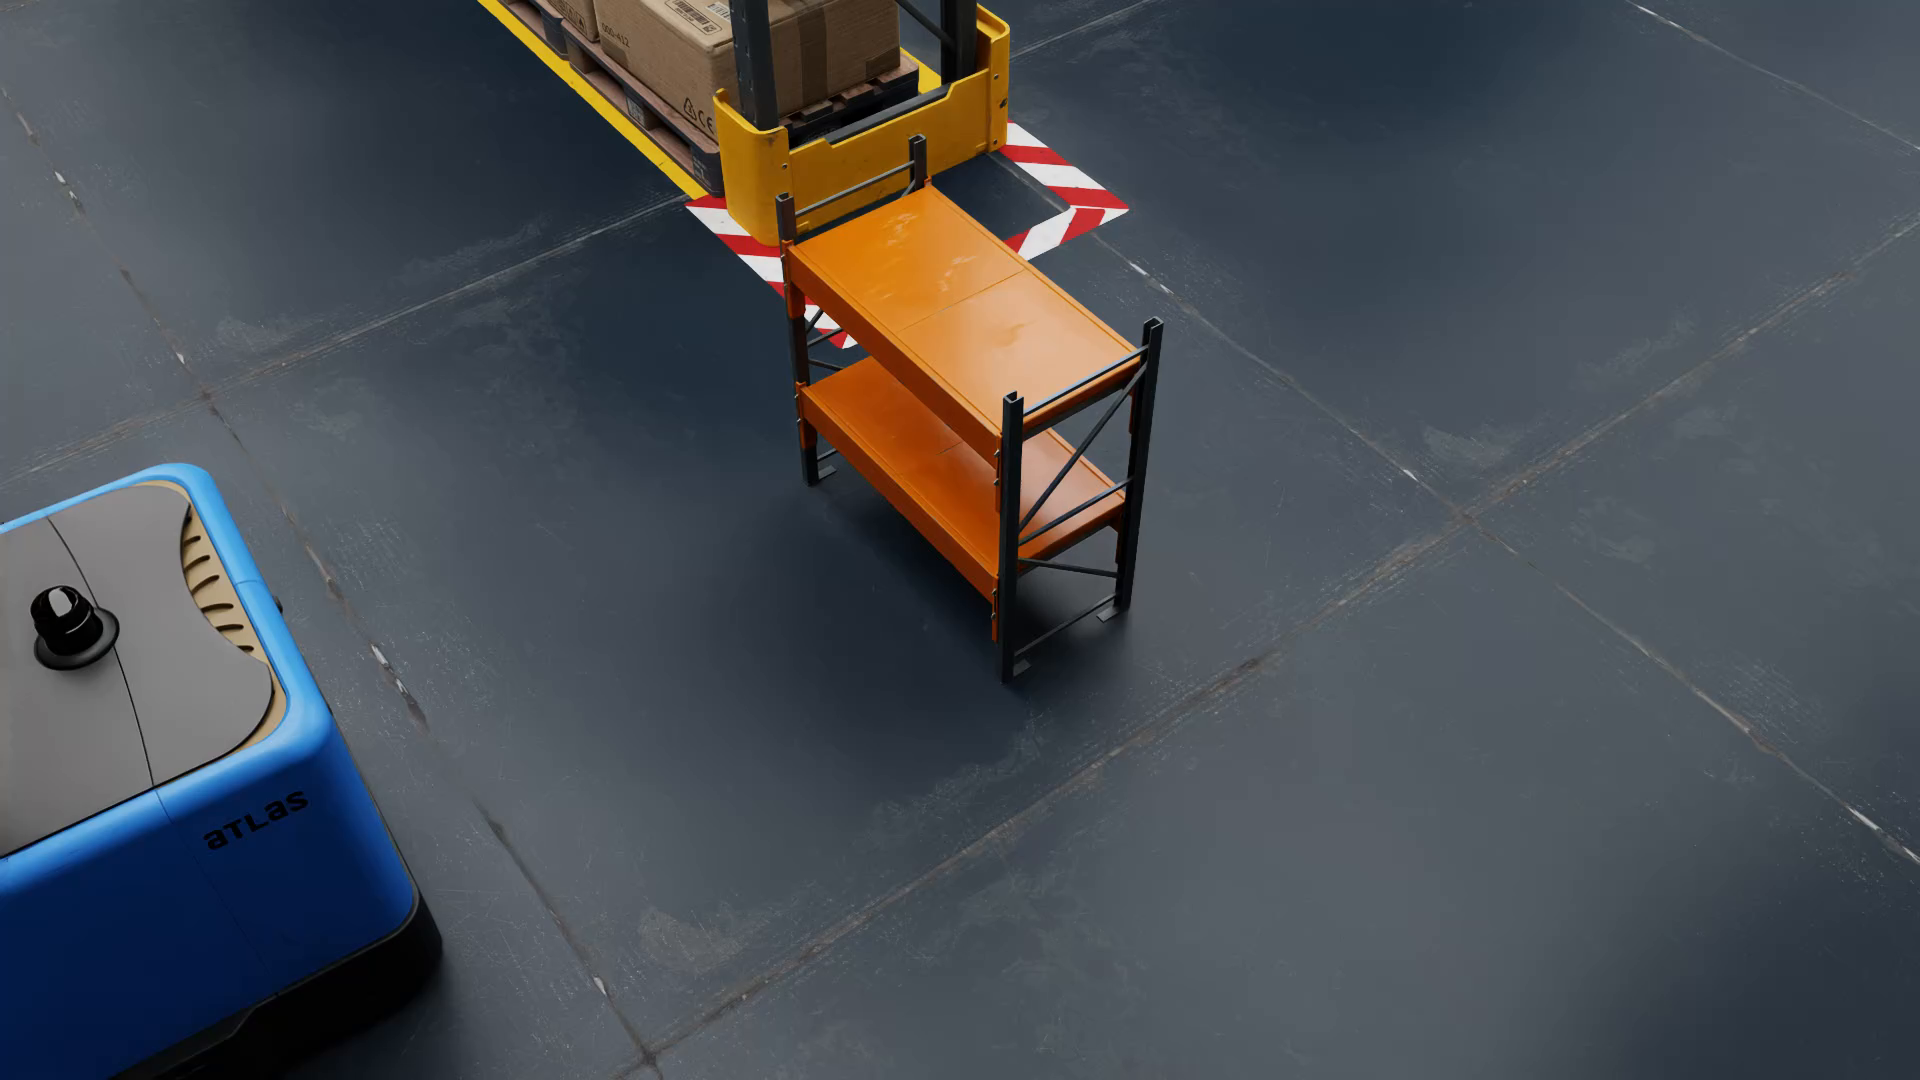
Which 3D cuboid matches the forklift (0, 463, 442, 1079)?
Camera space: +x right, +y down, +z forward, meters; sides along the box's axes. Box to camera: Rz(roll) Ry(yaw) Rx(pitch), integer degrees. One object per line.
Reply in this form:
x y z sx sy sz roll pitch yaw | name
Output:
-2.823 0.426 2.885 3.031 2.935 1.130 -26 53 -22 | forklift

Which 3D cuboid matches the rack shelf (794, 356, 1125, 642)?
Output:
0.004 -0.210 5.011 0.538 0.278 1.000 -29 54 -24 | rack shelf

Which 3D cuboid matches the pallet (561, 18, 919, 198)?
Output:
-0.914 -1.965 6.889 1.003 0.211 1.213 -29 54 -24 | pallet

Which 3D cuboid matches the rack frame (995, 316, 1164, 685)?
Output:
0.312 -0.074 4.558 0.500 1.125 0.032 -29 54 -24 | rack frame

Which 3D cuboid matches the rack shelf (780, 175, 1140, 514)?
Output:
0.004 -0.570 4.613 0.538 0.278 1.000 -29 54 -24 | rack shelf

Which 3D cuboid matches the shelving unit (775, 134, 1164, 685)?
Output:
0.004 -0.374 4.830 0.538 1.125 1.048 -29 54 -24 | shelving unit

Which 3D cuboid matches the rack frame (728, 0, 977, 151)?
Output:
-0.367 -2.465 5.460 1.000 3.000 0.127 -29 54 -24 | rack frame

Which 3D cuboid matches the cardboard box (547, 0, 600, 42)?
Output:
-1.407 -2.626 7.052 0.875 0.438 0.875 -28 54 -23 | cardboard box

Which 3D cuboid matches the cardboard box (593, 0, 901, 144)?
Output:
-0.847 -2.090 6.566 0.875 0.438 0.875 -31 55 -25 | cardboard box

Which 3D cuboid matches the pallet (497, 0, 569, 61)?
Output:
-1.648 -2.684 7.541 1.003 0.211 1.213 -29 54 -24 | pallet

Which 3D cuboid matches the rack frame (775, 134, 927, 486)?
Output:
-0.304 -0.674 5.101 0.500 1.125 0.032 -29 54 -24 | rack frame

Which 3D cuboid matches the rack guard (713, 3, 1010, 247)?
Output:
-0.353 -1.612 6.374 1.175 0.500 0.348 -29 54 -24 | rack guard
